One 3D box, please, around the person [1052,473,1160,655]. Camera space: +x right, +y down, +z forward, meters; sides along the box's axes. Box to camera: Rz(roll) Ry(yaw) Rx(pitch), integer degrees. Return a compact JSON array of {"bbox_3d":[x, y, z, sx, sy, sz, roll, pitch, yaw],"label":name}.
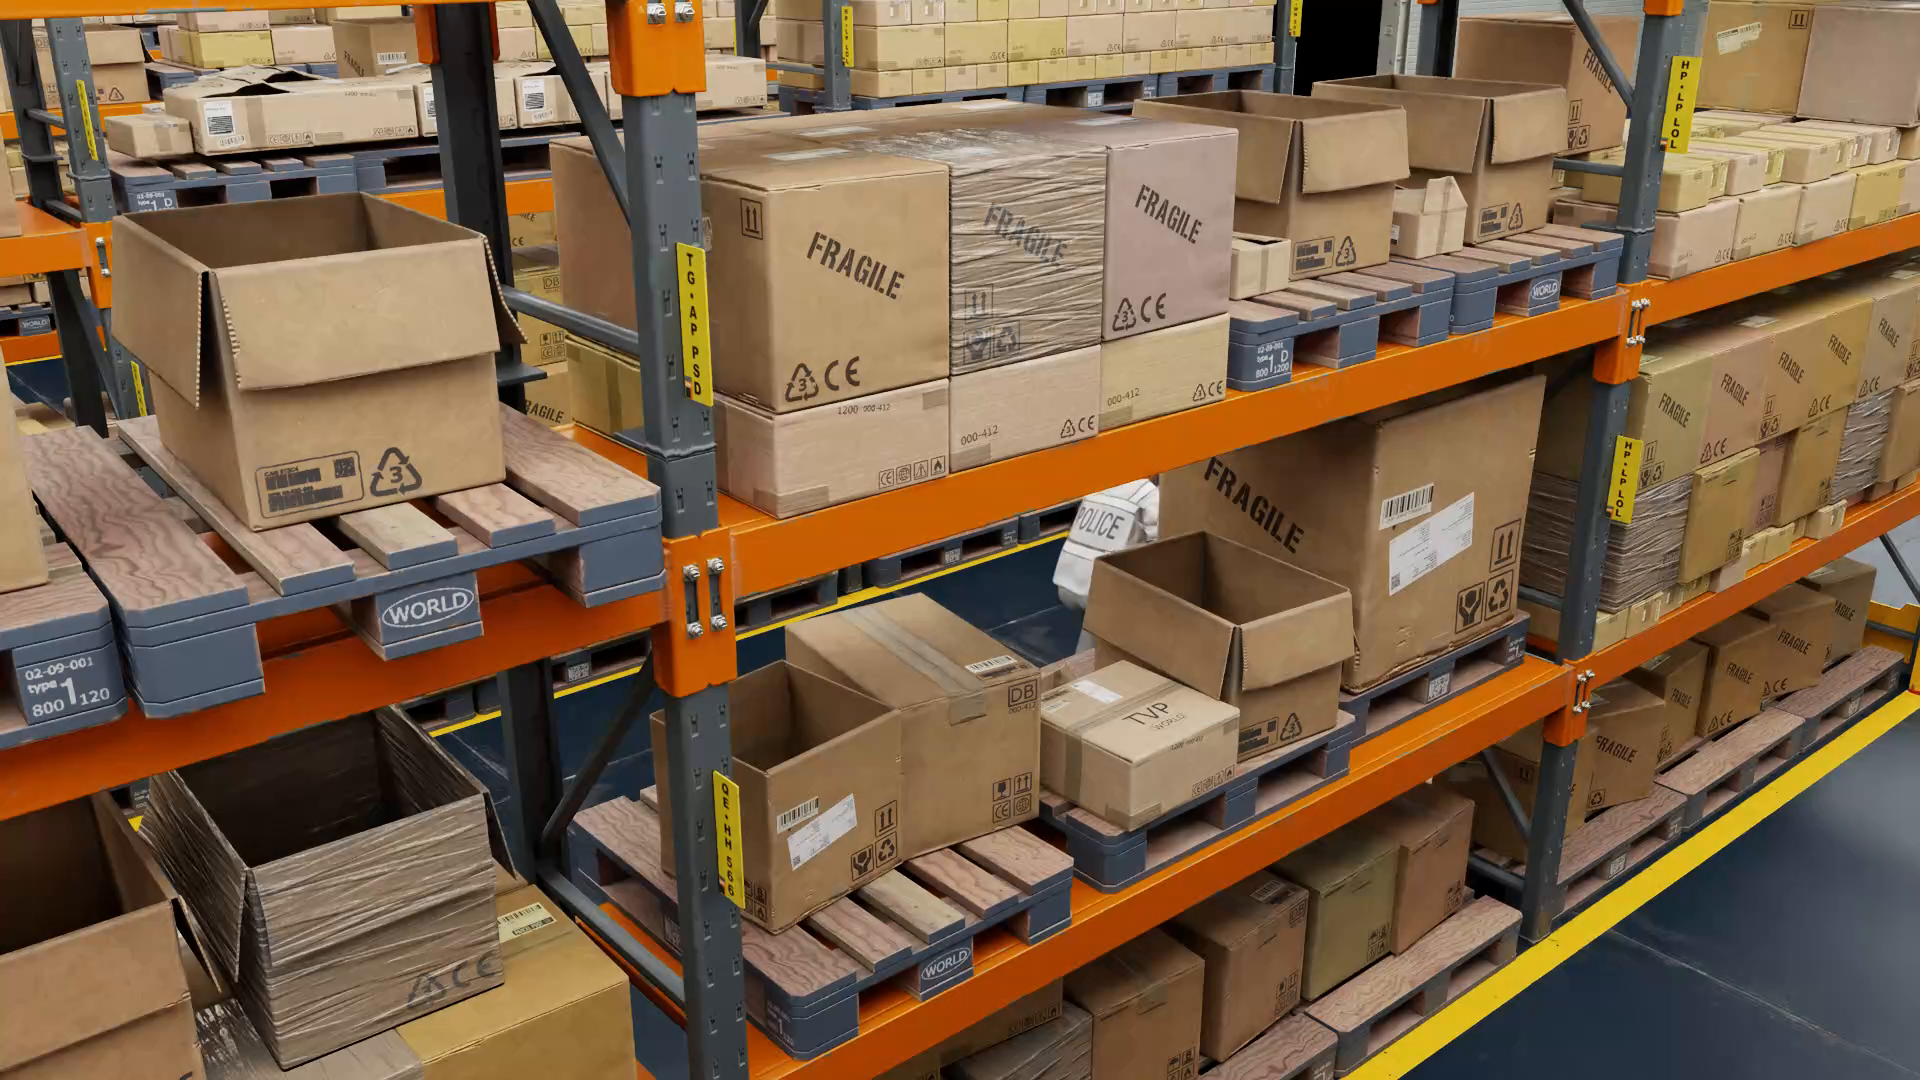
[{"bbox_3d":[0.837,0.203,8.949,0.771,1.469,0.590,-17,27,-37],"label":"person"}]
